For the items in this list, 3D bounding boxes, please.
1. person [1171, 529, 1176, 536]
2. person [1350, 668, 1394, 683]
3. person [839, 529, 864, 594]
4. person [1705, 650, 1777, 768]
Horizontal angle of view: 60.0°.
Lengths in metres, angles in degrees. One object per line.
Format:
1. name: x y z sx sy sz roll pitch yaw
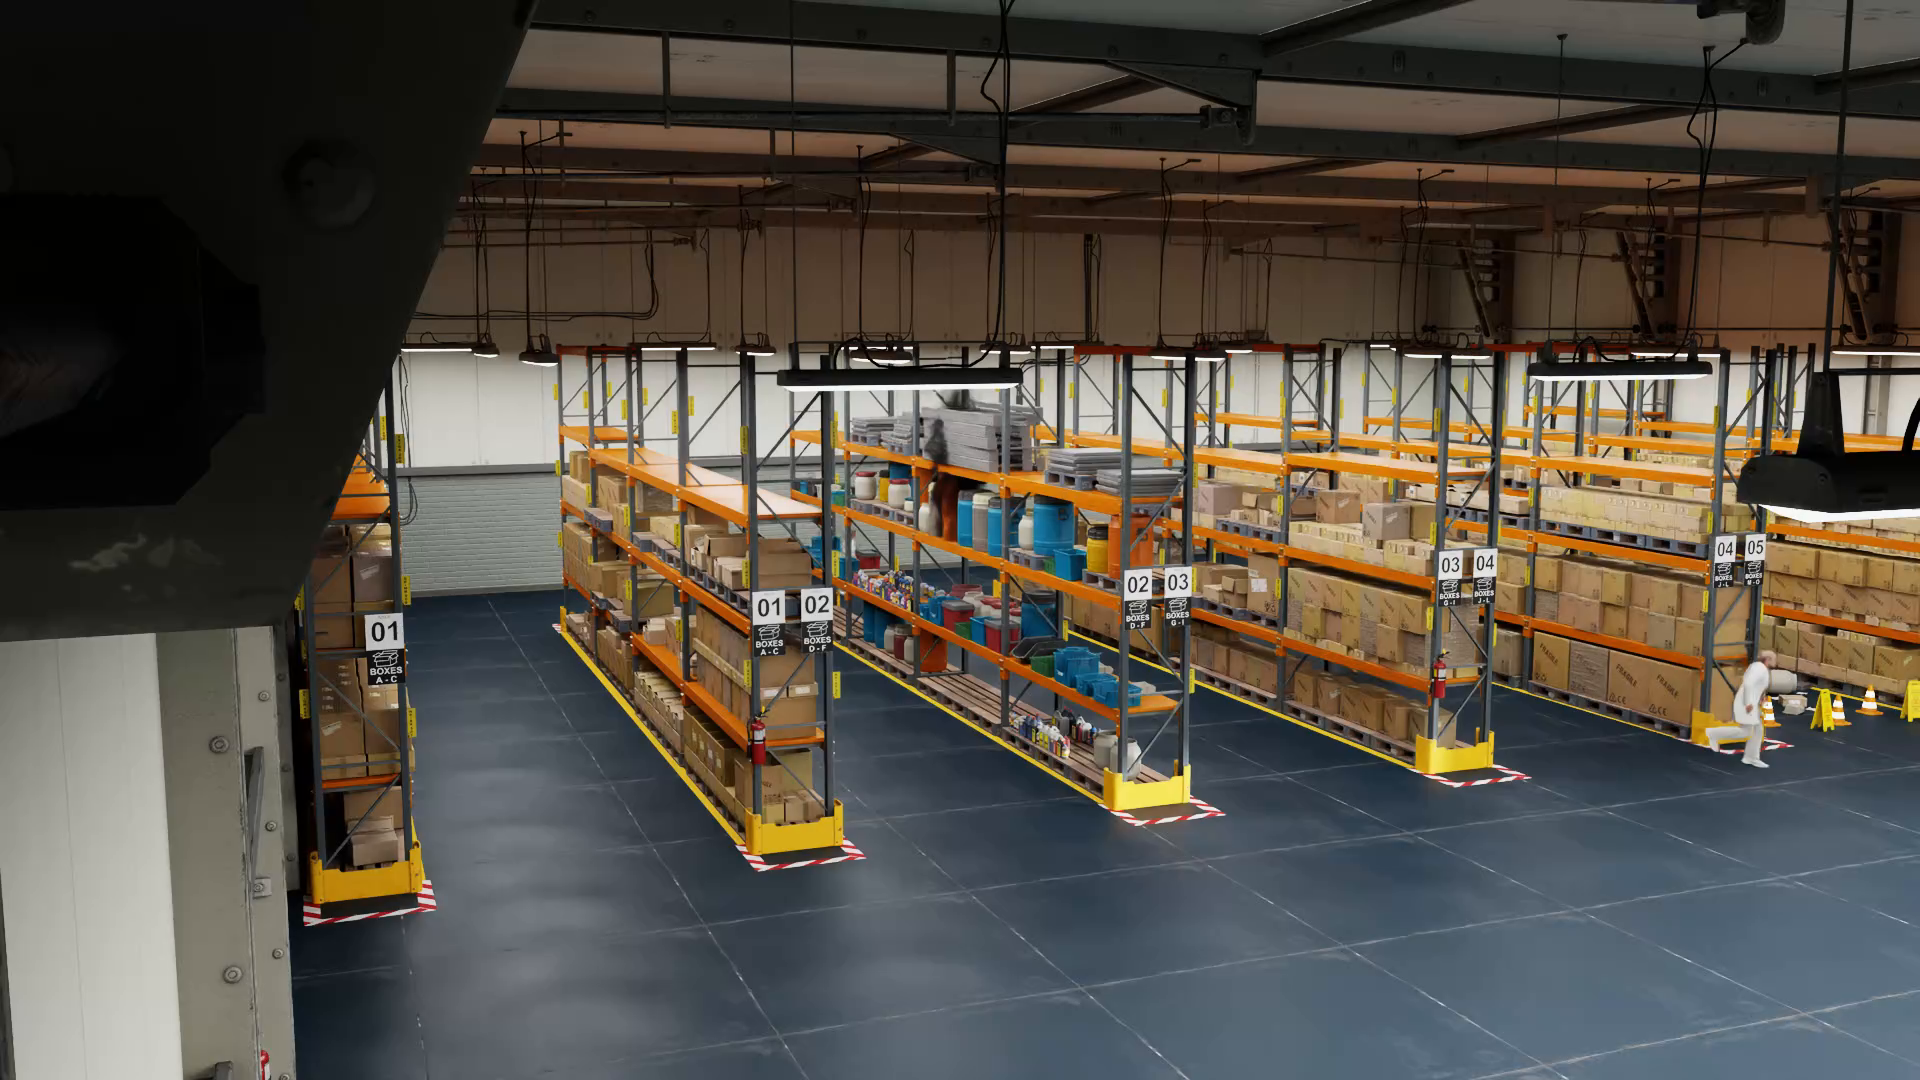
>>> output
1. person: 4.831 0.586 38.527 0.681 1.740 0.612 -2 8 -16
2. person: 7.425 1.620 29.906 0.672 1.781 0.961 -6 9 -38
3. person: -2.545 0.525 39.492 0.667 1.604 0.509 0 7 -3
4. person: 11.372 2.435 24.240 0.905 1.727 0.713 2 8 18
